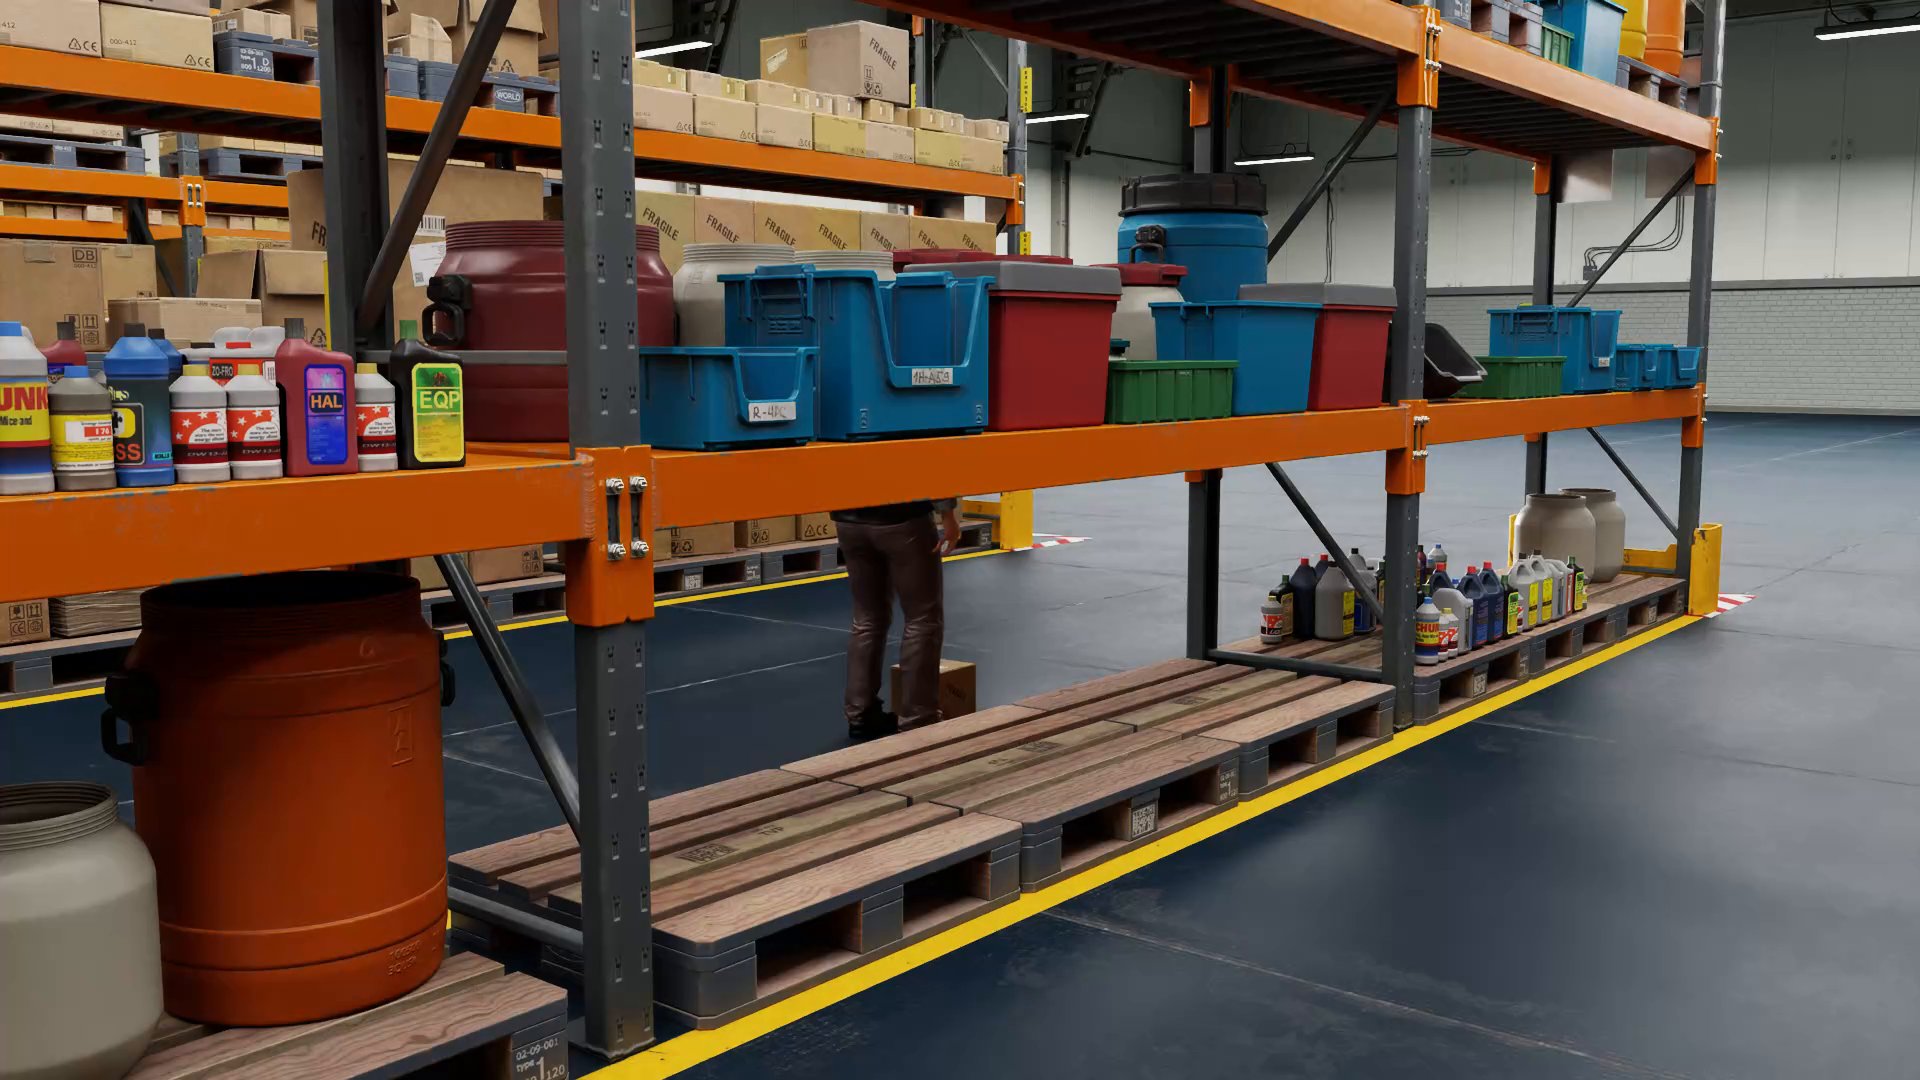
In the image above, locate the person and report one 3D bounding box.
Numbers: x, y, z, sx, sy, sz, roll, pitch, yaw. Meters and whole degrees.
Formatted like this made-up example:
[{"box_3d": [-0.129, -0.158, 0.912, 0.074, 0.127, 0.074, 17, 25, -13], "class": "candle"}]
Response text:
[{"box_3d": [-0.281, -0.074, 6.465, 0.588, 1.721, 0.411, 5, 8, 37], "class": "person"}]
